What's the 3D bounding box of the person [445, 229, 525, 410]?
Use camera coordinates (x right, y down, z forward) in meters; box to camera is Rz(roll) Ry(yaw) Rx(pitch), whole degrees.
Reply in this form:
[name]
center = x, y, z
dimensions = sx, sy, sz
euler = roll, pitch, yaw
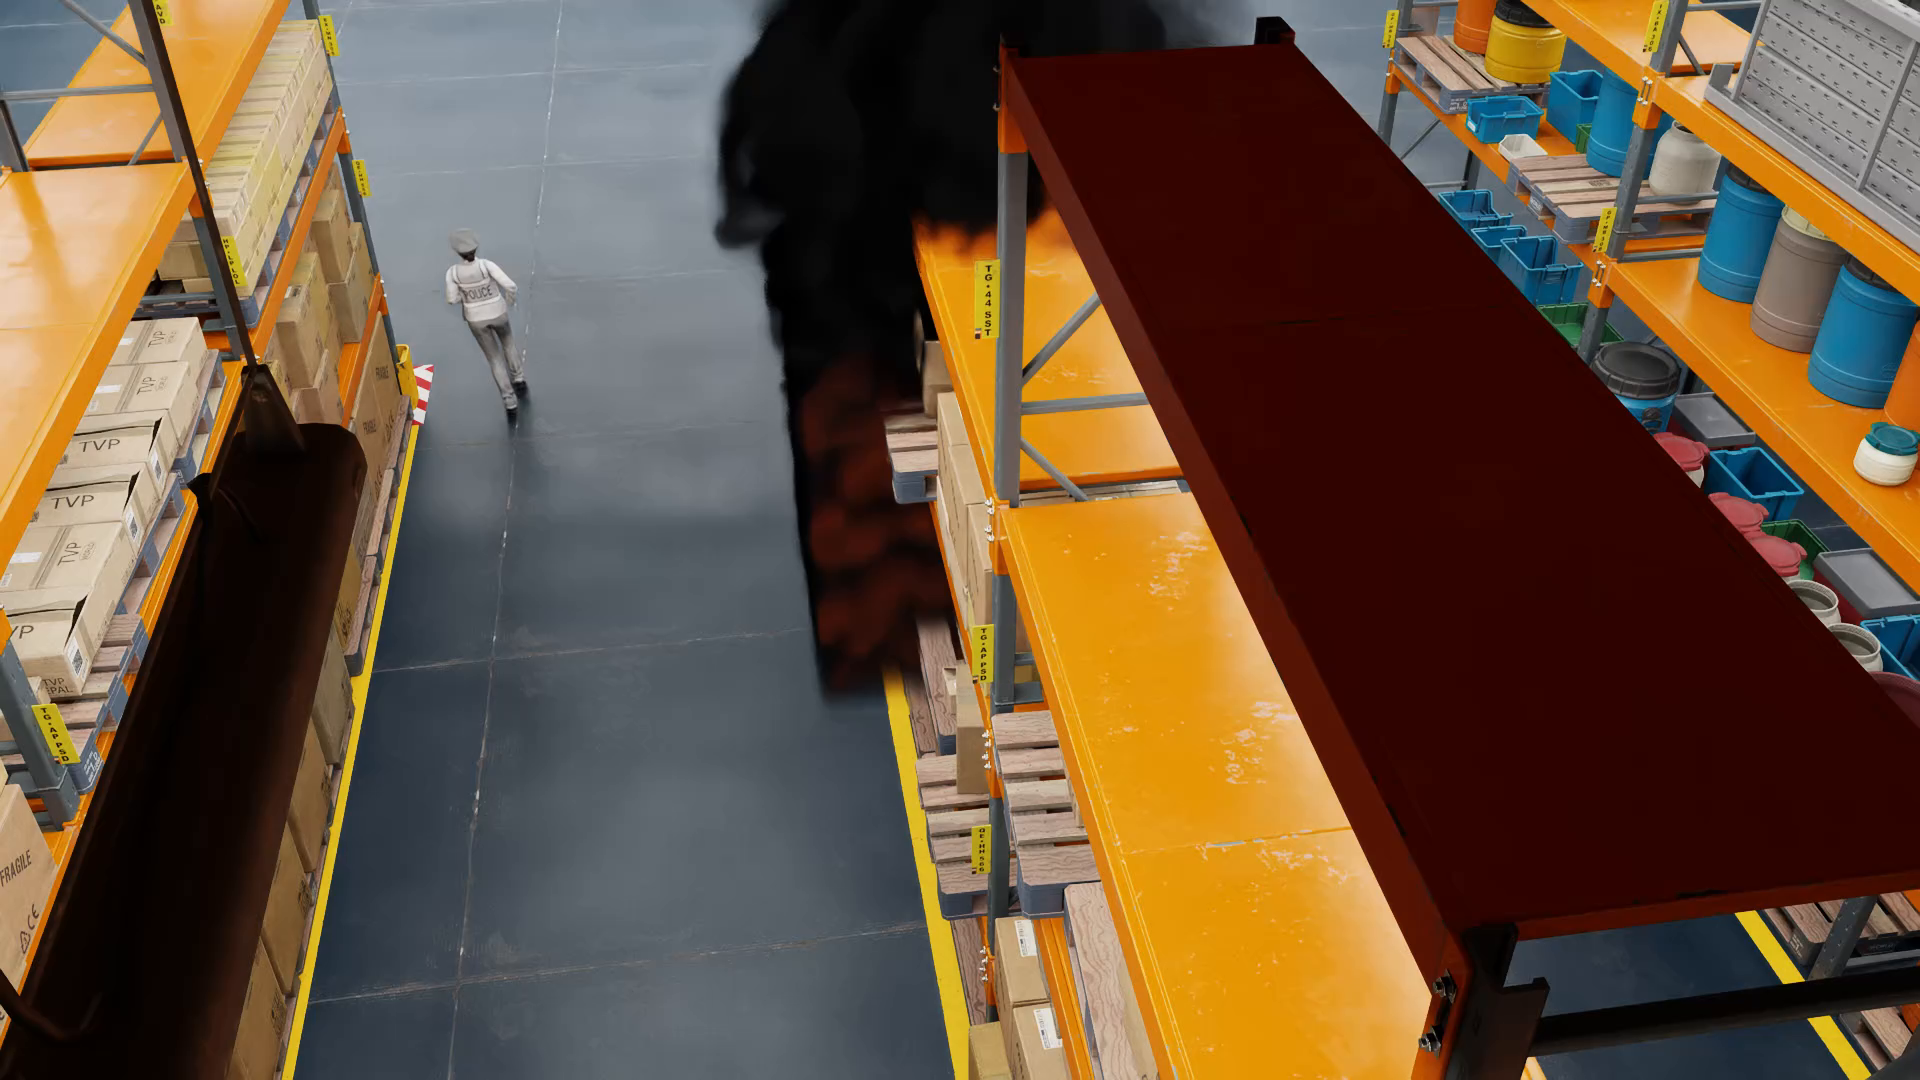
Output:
[person]
center = -4.190, -1.927, 14.690
dimensions = 0.607, 1.721, 0.749
euler = -13, 38, -17
